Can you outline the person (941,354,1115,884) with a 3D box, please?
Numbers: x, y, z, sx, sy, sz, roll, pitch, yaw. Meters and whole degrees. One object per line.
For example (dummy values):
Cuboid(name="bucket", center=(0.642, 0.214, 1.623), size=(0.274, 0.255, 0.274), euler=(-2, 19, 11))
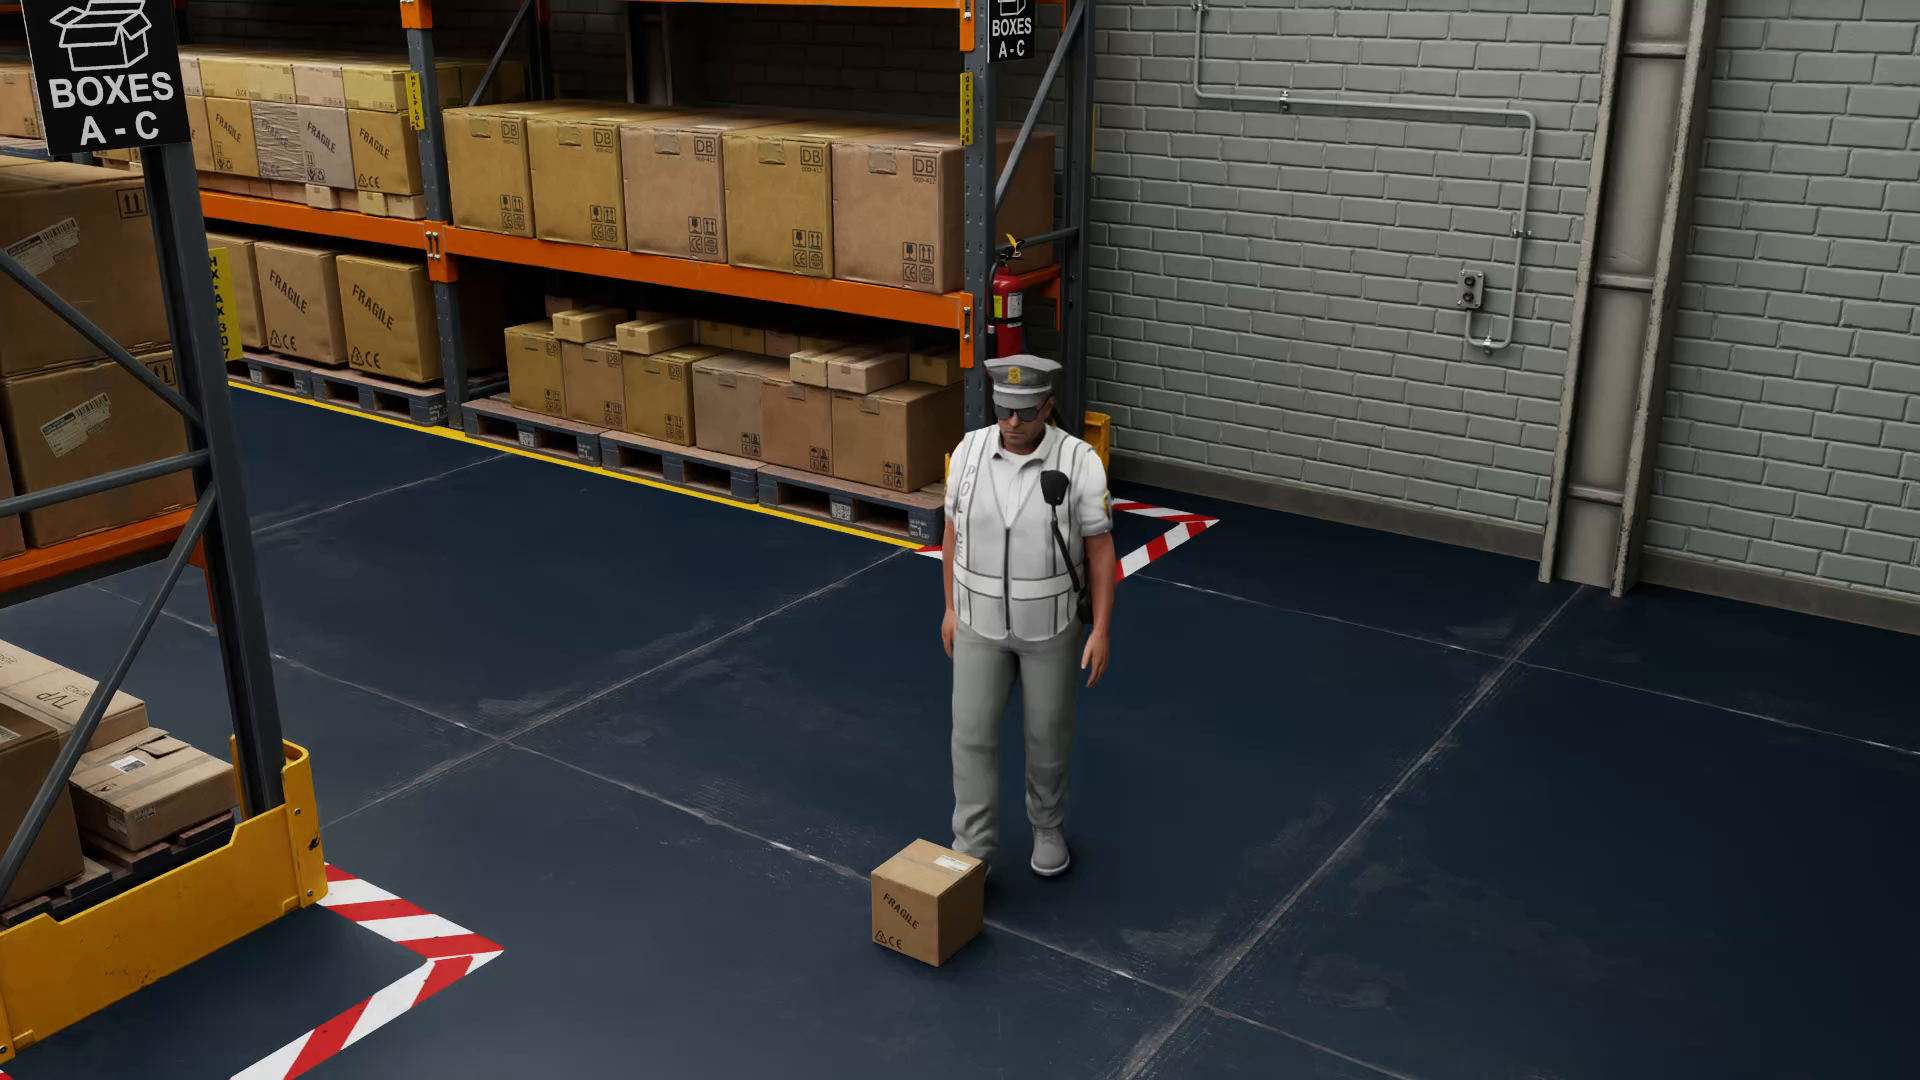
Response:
Cuboid(name="person", center=(0.184, 0.293, 5.218), size=(0.574, 1.746, 0.648), euler=(5, 20, 12))
